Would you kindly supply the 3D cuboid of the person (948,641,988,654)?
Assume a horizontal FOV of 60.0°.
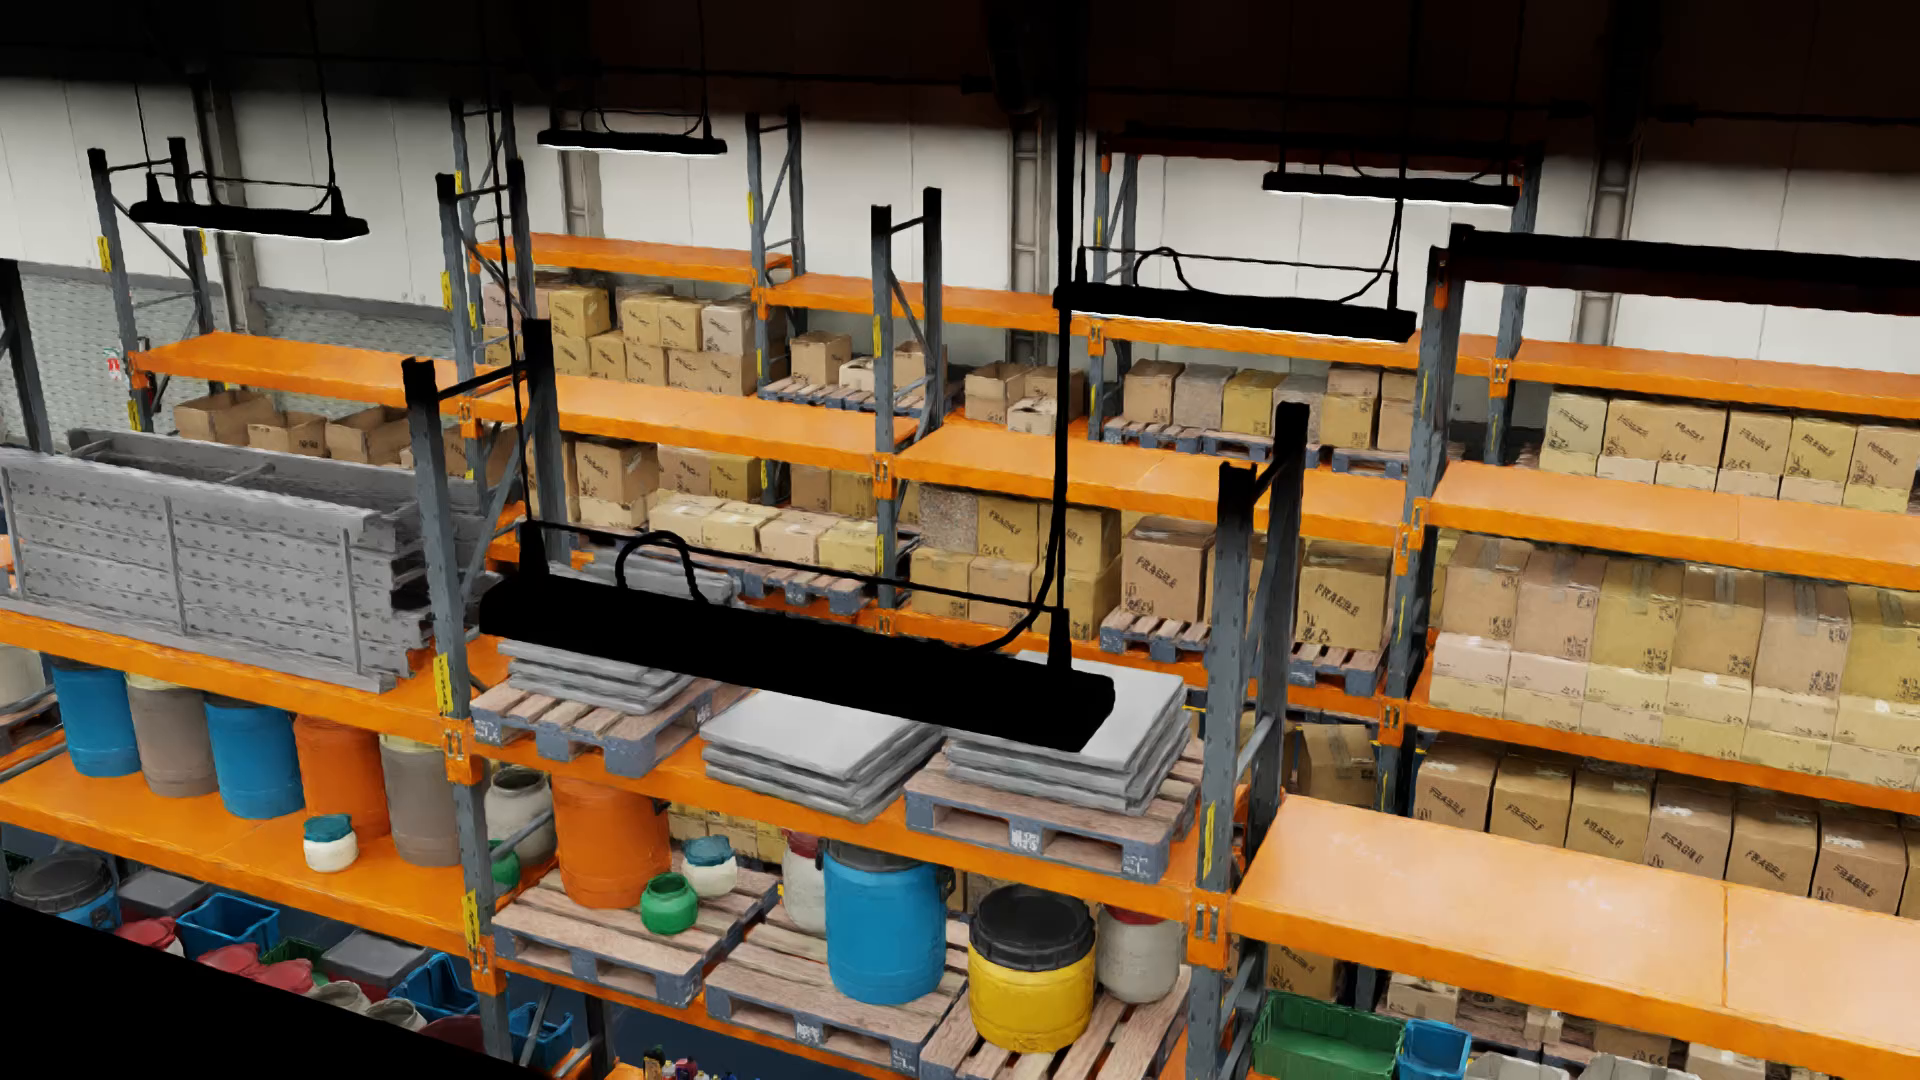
[{"bbox_3d":[0.139,1.651,15.853,0.546,1.733,0.729,8,22,21],"label":"person"}]
